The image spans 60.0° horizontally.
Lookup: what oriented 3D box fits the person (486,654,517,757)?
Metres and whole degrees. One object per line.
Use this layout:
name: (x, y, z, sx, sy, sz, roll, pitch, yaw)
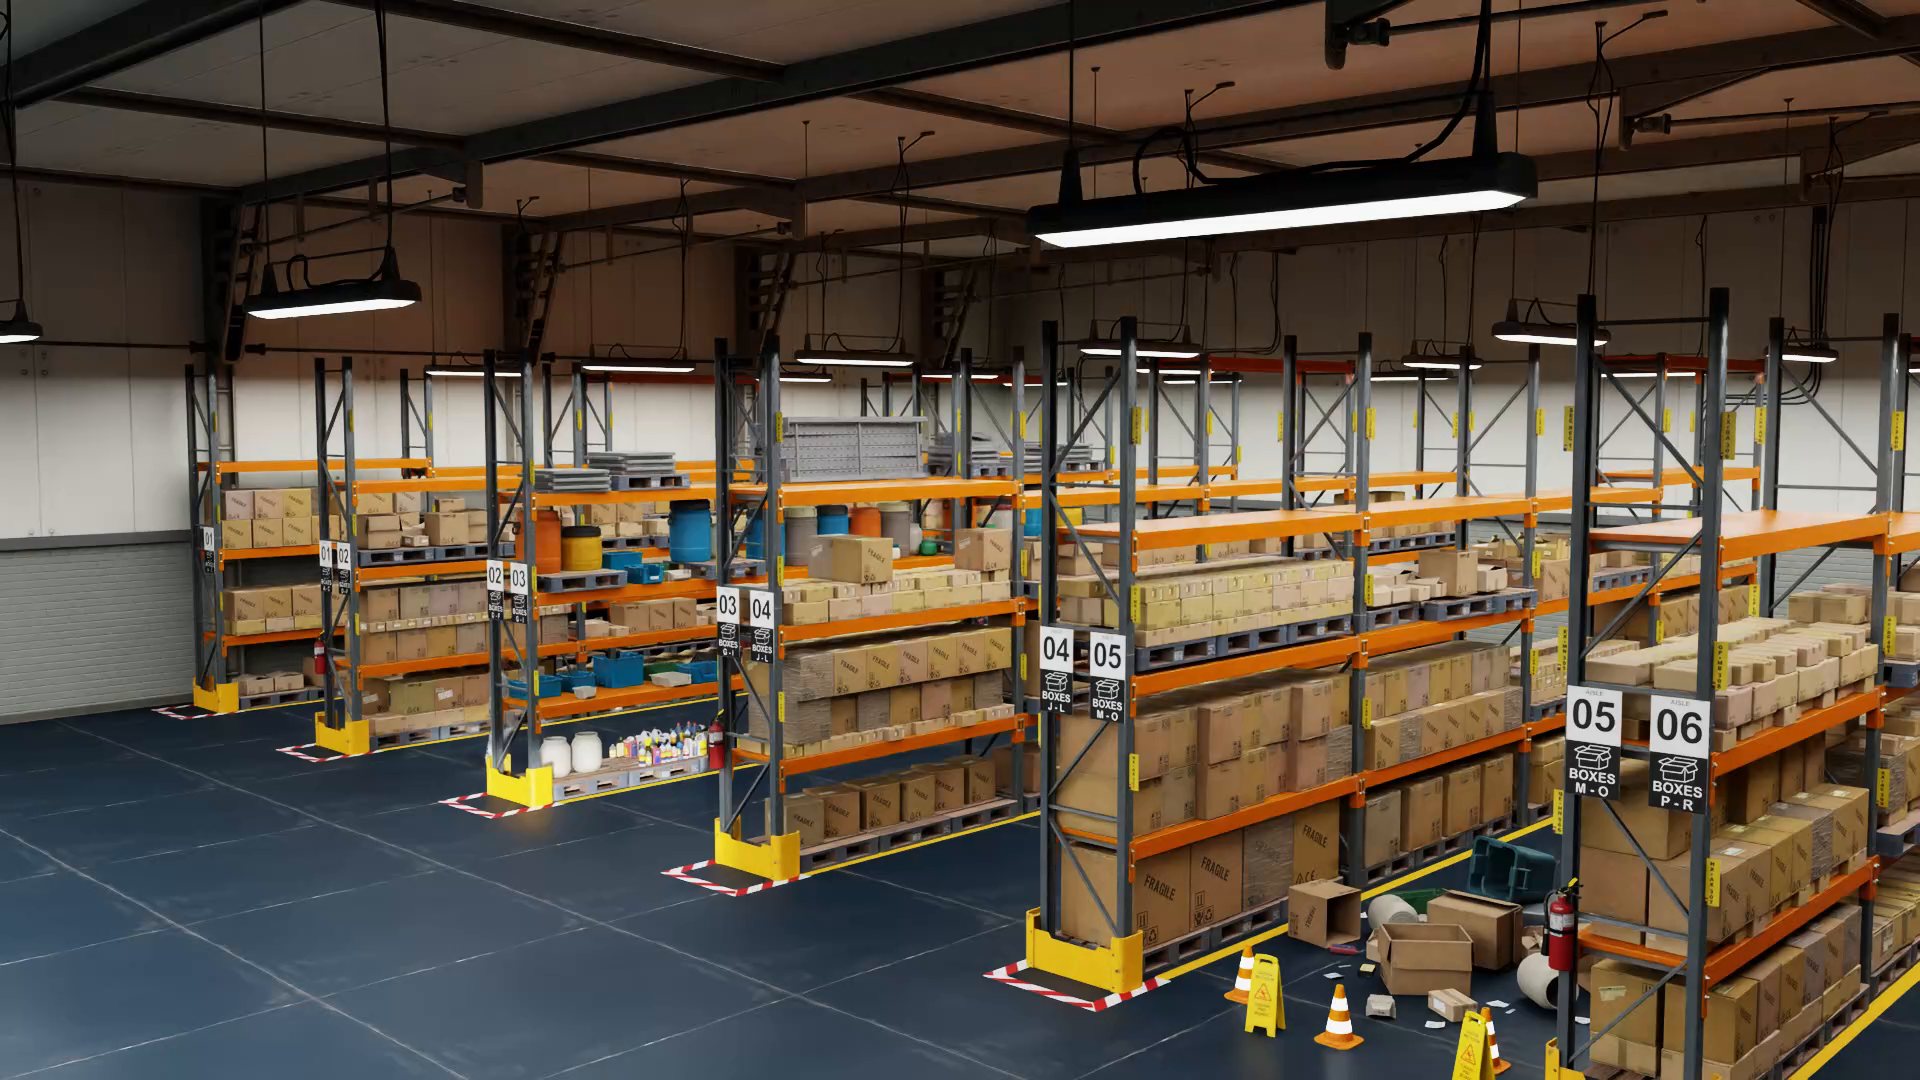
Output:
person: (-6.809, 2.497, 24.554, 0.442, 1.554, 0.455, -3, 6, -38)
